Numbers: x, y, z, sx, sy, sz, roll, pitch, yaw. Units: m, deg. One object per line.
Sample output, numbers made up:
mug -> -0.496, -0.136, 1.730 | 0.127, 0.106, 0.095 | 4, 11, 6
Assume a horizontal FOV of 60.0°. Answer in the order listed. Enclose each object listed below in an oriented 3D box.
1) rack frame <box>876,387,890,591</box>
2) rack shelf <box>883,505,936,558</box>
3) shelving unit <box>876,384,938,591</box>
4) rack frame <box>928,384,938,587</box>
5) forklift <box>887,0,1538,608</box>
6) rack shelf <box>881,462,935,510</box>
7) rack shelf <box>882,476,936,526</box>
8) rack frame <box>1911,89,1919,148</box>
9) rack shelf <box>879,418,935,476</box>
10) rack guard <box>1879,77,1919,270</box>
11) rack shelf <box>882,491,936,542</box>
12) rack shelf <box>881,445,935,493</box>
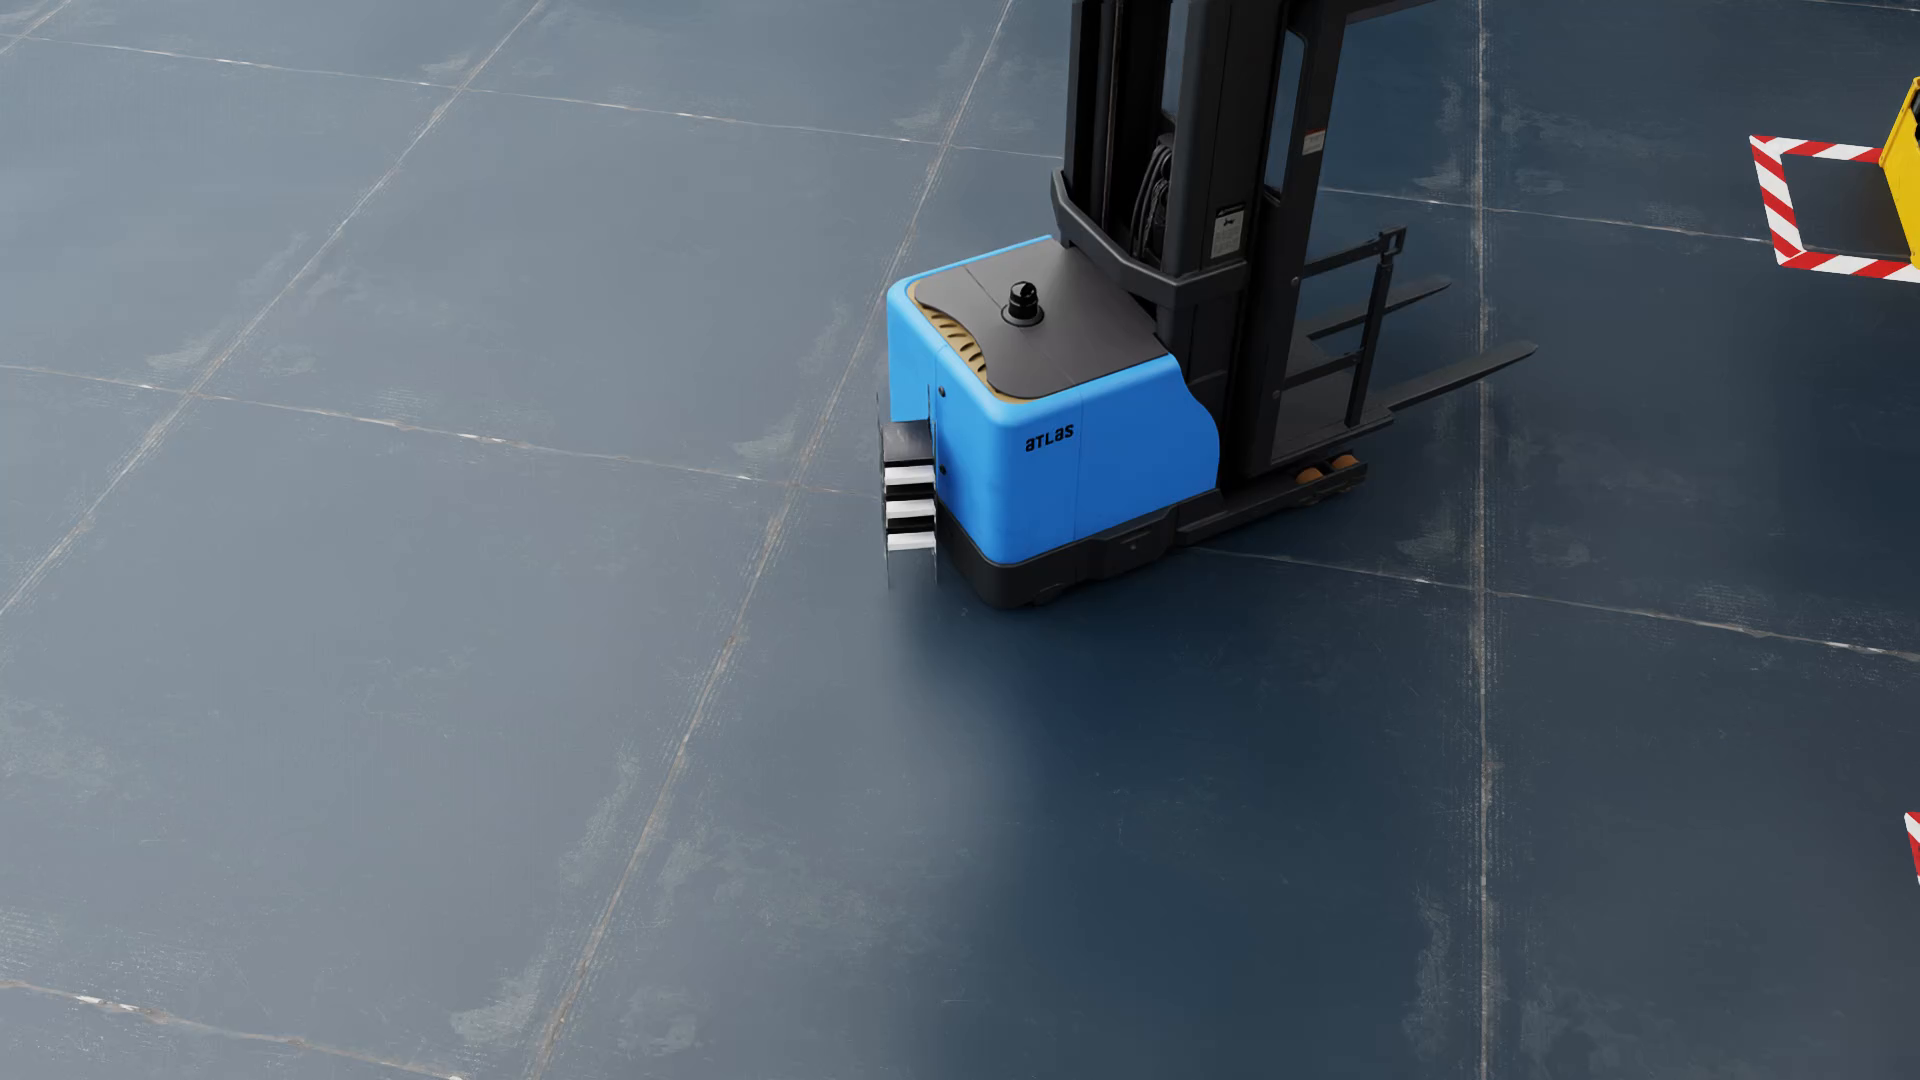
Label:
rack frame -> -0.313, -0.192, 6.761 | 0.006, 0.900, 0.240 | -5, 44, -5
rack shelf -> -0.212, -0.047, 6.917 | 0.200, 0.077, 0.258 | -5, 44, -5
shelving unit -> -0.212, -0.201, 6.770 | 0.210, 0.900, 0.258 | -5, 44, -5
rack frame -> -0.111, -0.209, 6.778 | 0.006, 0.900, 0.240 | -5, 44, -5
forklift -> 1.233, -1.512, 6.667 | 3.031, 2.935, 1.130 | -20, 47, -20
rack shelf -> -0.212, -0.241, 6.730 | 0.200, 0.077, 0.258 | -5, 44, -5
rack shelf -> -0.212, -0.177, 6.793 | 0.200, 0.077, 0.258 | -5, 44, -5
rack frame -> 5.197, -2.863, 8.022 | 0.127, 3.000, 1.000 | 9, 45, 9
rack shelf -> -0.212, -0.371, 6.605 | 0.200, 0.077, 0.258 | -5, 44, -5
rack guard -> 5.271, -1.951, 8.877 | 0.348, 0.500, 1.175 | 9, 45, 9
rack shelf -> -0.212, -0.112, 6.855 | 0.200, 0.077, 0.258 | -5, 44, -5
rack shelf -> -0.212, -0.306, 6.668 | 0.200, 0.077, 0.258 | -5, 44, -5
